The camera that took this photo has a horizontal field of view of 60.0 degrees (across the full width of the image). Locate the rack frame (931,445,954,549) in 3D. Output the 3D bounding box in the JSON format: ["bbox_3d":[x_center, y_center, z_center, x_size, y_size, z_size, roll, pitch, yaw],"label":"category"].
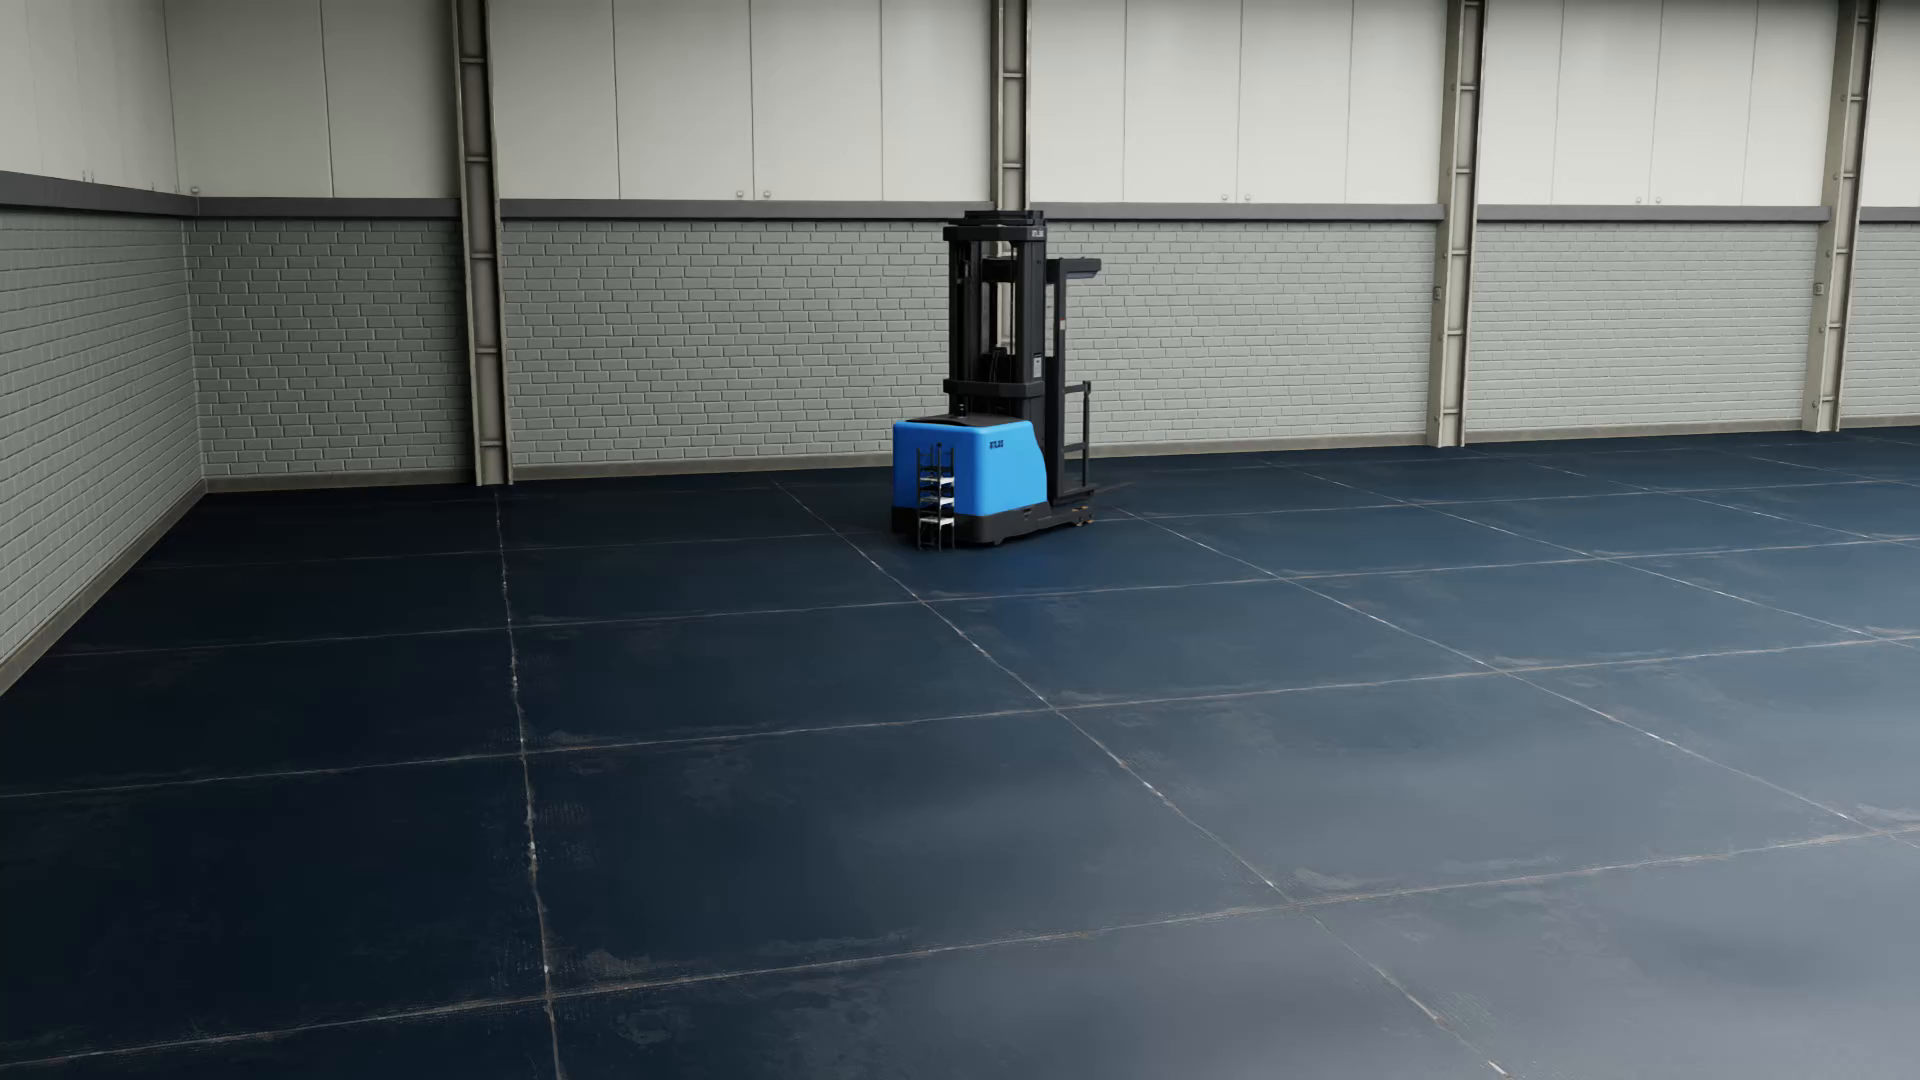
[{"bbox_3d":[-0.153,-0.379,14.618,0.240,0.900,0.006,7,13,34],"label":"rack frame"}]

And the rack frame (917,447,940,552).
[{"bbox_3d":[-0.270,-0.349,14.454,0.240,0.900,0.006,7,13,34],"label":"rack frame"}]

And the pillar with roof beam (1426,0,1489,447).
[{"bbox_3d":[7.552,-4.917,16.899,0.400,9.000,9.100,-3,11,-16],"label":"pillar with roof beam"}]

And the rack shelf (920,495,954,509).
[{"bbox_3d":[-0.212,-0.331,14.542,0.258,0.077,0.200,7,13,34],"label":"rack shelf"}]

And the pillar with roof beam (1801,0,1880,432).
[{"bbox_3d":[13.313,-5.220,18.548,0.400,9.000,9.100,-3,11,-16],"label":"pillar with roof beam"}]

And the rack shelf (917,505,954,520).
[{"bbox_3d":[-0.212,-0.242,14.558,0.258,0.077,0.200,7,13,34],"label":"rack shelf"}]

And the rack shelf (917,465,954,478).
[{"bbox_3d":[-0.212,-0.596,14.493,0.258,0.077,0.200,7,13,34],"label":"rack shelf"}]

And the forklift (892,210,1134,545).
[{"bbox_3d":[0.638,-1.614,15.719,1.130,2.935,3.031,7,13,34],"label":"forklift"}]

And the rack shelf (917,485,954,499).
[{"bbox_3d":[-0.212,-0.419,14.526,0.258,0.077,0.200,7,13,34],"label":"rack shelf"}]

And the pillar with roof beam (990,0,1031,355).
[{"bbox_3d":[1.791,-4.613,15.250,0.400,9.000,9.100,-3,11,-16],"label":"pillar with roof beam"}]

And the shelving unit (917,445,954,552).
[{"bbox_3d":[-0.212,-0.364,14.536,0.258,0.900,0.210,7,13,34],"label":"shelving unit"}]

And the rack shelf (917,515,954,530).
[{"bbox_3d":[-0.212,-0.154,14.575,0.258,0.077,0.200,7,13,34],"label":"rack shelf"}]

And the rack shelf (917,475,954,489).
[{"bbox_3d":[-0.212,-0.508,14.510,0.258,0.077,0.200,7,13,34],"label":"rack shelf"}]

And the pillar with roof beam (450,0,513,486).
[{"bbox_3d":[-3.970,-4.309,13.601,0.400,9.000,9.100,-3,11,-16],"label":"pillar with roof beam"}]
